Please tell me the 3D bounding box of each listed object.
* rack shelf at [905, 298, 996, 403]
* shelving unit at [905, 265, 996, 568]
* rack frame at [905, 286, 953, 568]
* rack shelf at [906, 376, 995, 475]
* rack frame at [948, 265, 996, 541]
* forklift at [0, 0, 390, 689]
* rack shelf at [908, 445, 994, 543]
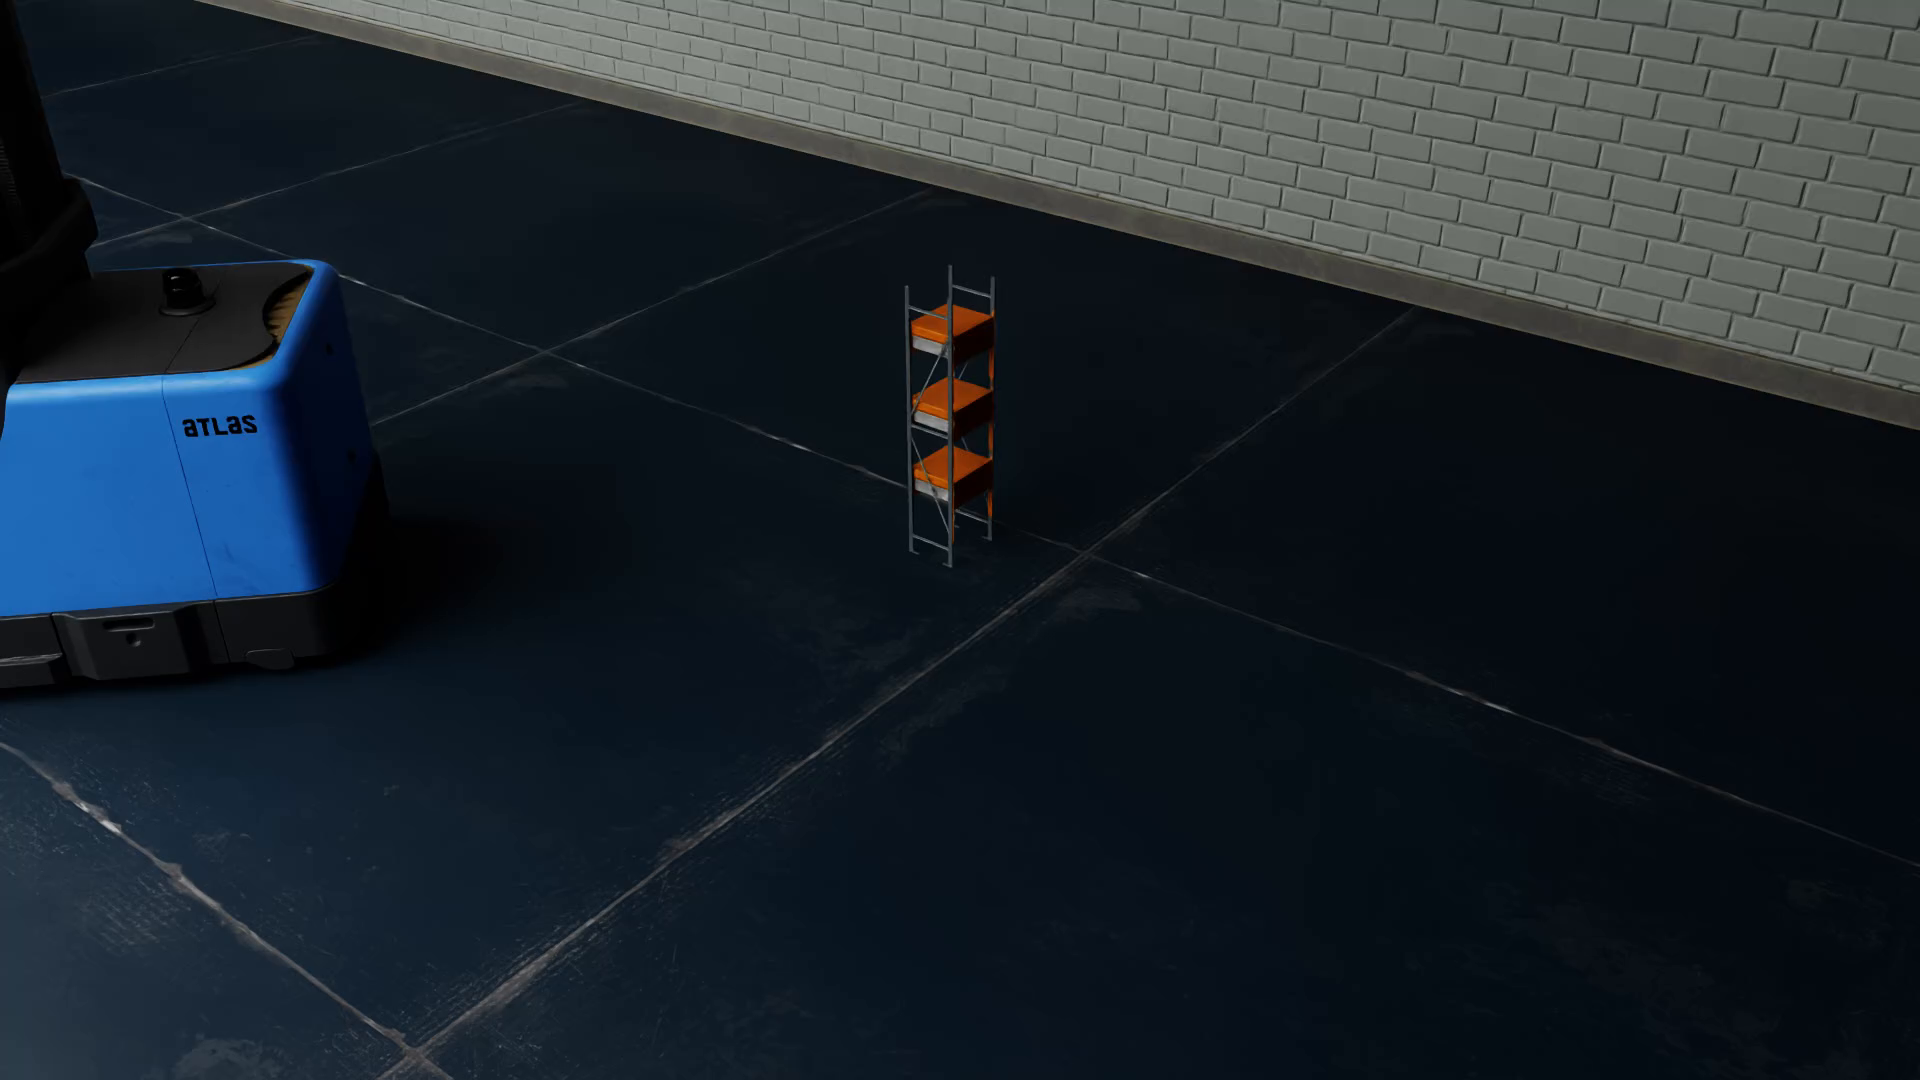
[{"bbox_3d":[-0.032,-0.665,5.806,0.215,0.259,0.240,21,37,31],"label":"rack shelf"},{"bbox_3d":[-0.032,-0.430,5.946,0.215,1.050,0.252,21,37,31],"label":"shelving unit"},{"bbox_3d":[-0.106,-0.380,5.862,0.200,1.050,0.008,21,37,31],"label":"rack frame"},{"bbox_3d":[-0.032,-0.421,5.951,0.215,0.259,0.240,21,37,31],"label":"rack shelf"},{"bbox_3d":[0.041,-0.479,6.029,0.200,1.050,0.008,21,37,31],"label":"rack frame"},{"bbox_3d":[-3.585,-0.969,5.011,3.031,2.935,1.130,-5,31,-8],"label":"forklift"},{"bbox_3d":[-0.032,-0.182,6.093,0.215,0.259,0.240,21,37,31],"label":"rack shelf"}]
